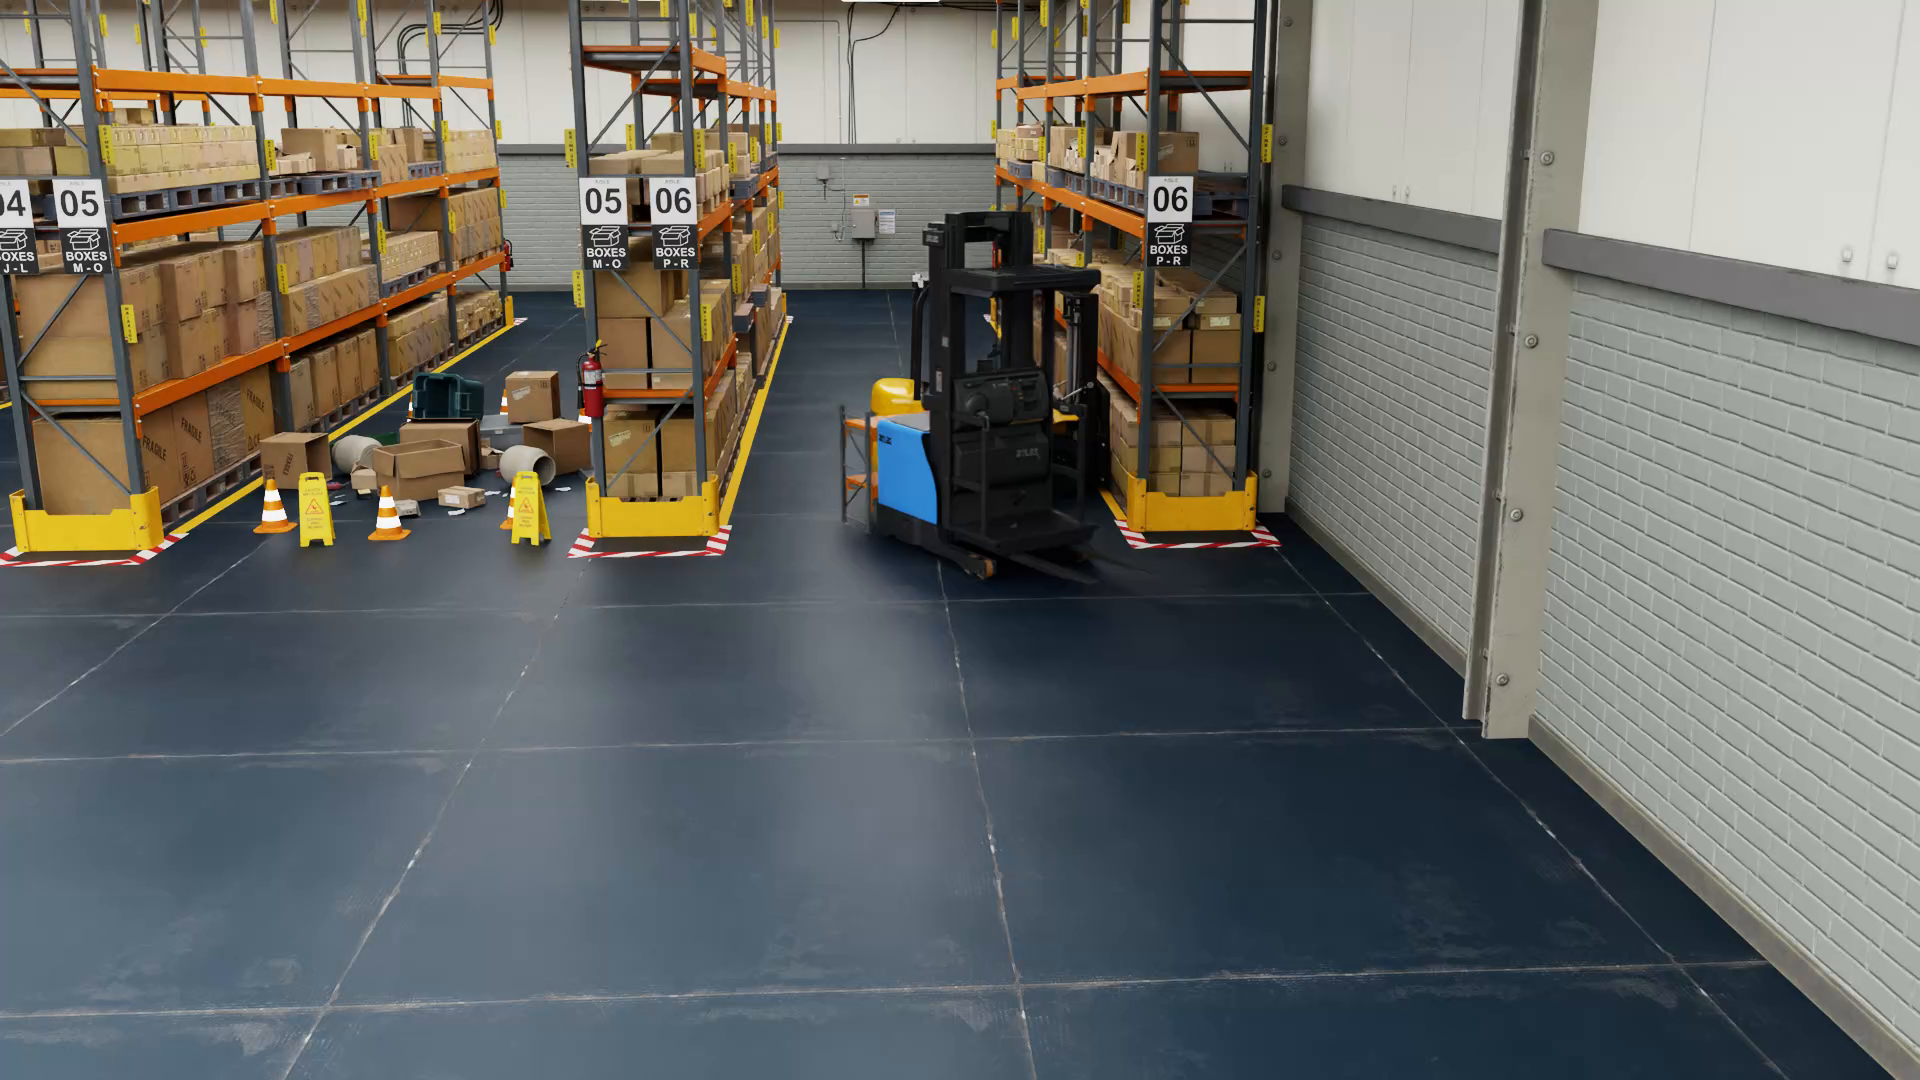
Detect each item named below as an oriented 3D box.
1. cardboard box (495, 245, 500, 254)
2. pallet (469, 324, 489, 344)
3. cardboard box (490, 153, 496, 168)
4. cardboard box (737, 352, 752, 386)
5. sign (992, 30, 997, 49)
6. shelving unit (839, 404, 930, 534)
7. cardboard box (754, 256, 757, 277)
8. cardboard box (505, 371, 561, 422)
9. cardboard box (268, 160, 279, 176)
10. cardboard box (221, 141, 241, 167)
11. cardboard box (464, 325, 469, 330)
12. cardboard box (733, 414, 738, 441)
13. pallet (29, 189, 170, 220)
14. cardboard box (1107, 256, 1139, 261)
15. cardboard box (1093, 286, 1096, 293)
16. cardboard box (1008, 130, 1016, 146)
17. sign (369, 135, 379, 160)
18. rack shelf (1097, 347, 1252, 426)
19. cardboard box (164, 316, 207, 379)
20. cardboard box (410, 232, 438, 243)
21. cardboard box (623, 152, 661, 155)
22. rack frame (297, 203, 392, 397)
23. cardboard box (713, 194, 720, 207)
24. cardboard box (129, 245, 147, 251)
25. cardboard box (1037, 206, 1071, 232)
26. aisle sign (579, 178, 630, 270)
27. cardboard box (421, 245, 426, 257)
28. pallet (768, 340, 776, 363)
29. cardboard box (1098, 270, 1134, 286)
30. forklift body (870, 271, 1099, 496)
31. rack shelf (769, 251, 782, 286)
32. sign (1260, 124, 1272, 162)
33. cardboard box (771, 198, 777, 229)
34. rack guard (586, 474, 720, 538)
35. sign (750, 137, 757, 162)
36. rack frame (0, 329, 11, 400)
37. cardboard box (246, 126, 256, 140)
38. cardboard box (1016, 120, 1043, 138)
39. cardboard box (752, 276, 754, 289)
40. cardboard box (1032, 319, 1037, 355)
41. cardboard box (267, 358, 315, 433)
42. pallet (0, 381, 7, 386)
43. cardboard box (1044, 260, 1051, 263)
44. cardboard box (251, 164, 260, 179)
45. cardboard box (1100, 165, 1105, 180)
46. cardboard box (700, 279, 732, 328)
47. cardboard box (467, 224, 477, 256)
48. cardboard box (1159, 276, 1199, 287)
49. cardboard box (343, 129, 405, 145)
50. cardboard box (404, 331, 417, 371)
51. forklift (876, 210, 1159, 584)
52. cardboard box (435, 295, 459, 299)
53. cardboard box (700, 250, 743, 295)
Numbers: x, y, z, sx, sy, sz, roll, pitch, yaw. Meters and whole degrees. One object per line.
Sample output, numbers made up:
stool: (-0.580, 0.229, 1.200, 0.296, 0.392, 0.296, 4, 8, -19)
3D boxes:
cardboard box: (-8.427, -5.185, 29.664, 0.380, 0.149, 0.250, -1, 14, -3)
pallet: (-8.637, -3.509, 28.242, 1.003, 0.211, 1.213, -1, 14, -3)
cardboard box: (-8.437, -6.655, 29.153, 0.500, 0.250, 0.500, -1, 14, -5)
cardboard box: (-3.274, -2.286, 22.322, 0.950, 0.372, 0.625, -2, 15, -7)
sign: (0.617, -8.951, 29.721, 0.100, 0.325, 0.005, -1, 14, -3)
shelving unit: (-0.543, -0.729, 15.600, 1.048, 1.125, 0.538, -10, 17, -33)
cardboard box: (-3.084, -3.795, 23.054, 0.500, 0.250, 0.500, -1, 14, -4)
cardboard box: (-4.826, -1.622, 18.808, 0.500, 0.500, 0.500, -1, 14, -3)
cardboard box: (-7.774, -4.193, 18.509, 0.258, 0.266, 0.396, -1, 14, -4)
cardboard box: (-7.668, -3.931, 16.926, 0.500, 0.250, 0.500, -1, 14, -4)
cardboard box: (-8.267, -3.434, 27.234, 0.380, 0.149, 0.250, -1, 14, -4)
cardboard box: (-2.747, -1.230, 18.462, 0.500, 0.250, 0.500, 0, 14, -1)
pallet: (-7.794, -2.999, 14.820, 1.003, 0.211, 1.213, -1, 14, -3)
cardboard box: (2.082, -3.542, 21.272, 0.380, 0.149, 0.250, -1, 14, -4)
cardboard box: (1.677, -2.793, 18.361, 0.380, 0.149, 0.250, -1, 14, -2)
cardboard box: (1.072, -6.708, 27.760, 0.500, 0.250, 0.500, -1, 14, -2)
sign: (-7.679, -5.142, 21.776, 0.100, 0.325, 0.005, -1, 14, -3)
rack shelf: (2.026, -1.733, 17.185, 1.077, 0.370, 4.000, -1, 14, -3)
cardboard box: (-7.771, -1.847, 15.882, 0.875, 0.550, 0.550, -1, 14, -3)
cardboard box: (-8.262, -4.662, 25.594, 0.380, 0.149, 0.250, 0, 14, -1)
cardboard box: (-3.250, -3.878, 16.963, 0.380, 0.149, 0.250, -1, 14, -5)
rack frame: (-8.234, -3.394, 22.199, 1.000, 3.000, 0.127, -1, 14, -3)
cardboard box: (-2.678, -3.502, 17.102, 0.380, 0.149, 0.250, 0, 14, -2)
cardboard box: (-13.206, -4.530, 26.317, 0.500, 0.250, 0.500, -1, 14, -4)
cardboard box: (1.580, -5.377, 28.105, 0.500, 0.500, 0.500, -1, 14, -5)
aisle sign: (-3.089, -2.745, 14.459, 0.394, 0.787, 0.004, -1, 14, -3)
cardboard box: (-8.208, -4.324, 24.876, 0.380, 0.149, 0.250, -1, 14, -5)
pallet: (-3.424, -2.949, 26.066, 1.003, 0.211, 1.213, -1, 14, -3)
cardboard box: (1.670, -2.809, 17.824, 0.380, 0.149, 0.250, -1, 14, -2)
forklift body: (0.212, -1.616, 16.991, 2.313, 2.155, 1.214, -1, 14, -3)
rack shelf: (-3.671, -4.640, 28.483, 1.077, 0.370, 4.000, -1, 14, -3)
sign: (2.704, -3.505, 14.697, 0.100, 0.325, 0.005, -1, 14, -3)
cardboard box: (-3.438, -5.649, 28.756, 0.500, 0.500, 0.500, -1, 14, -4)
rack guard: (-2.809, -0.315, 15.245, 1.175, 0.500, 0.348, -1, 14, -3)
sign: (-2.758, -5.207, 22.186, 0.100, 0.325, 0.005, -1, 14, -3)
rack frame: (-13.190, -3.343, 21.999, 1.000, 3.000, 0.127, -1, 14, -3)
cardboard box: (-7.645, -4.282, 17.491, 0.380, 0.149, 0.250, -1, 14, -4)
cardboard box: (1.077, -6.415, 25.953, 0.396, 0.266, 0.258, -1, 14, -4)
cardboard box: (-2.895, -3.372, 21.774, 0.380, 0.149, 0.250, -1, 14, -4)
cardboard box: (1.307, -3.052, 25.041, 0.500, 0.500, 0.500, -1, 14, -5)
cardboard box: (-8.114, -1.666, 19.155, 1.050, 0.750, 0.750, -1, 14, -4)
pallet: (-13.164, -2.190, 23.113, 1.003, 0.211, 1.213, -1, 14, -3)
cardboard box: (1.413, -3.628, 22.406, 0.500, 0.250, 0.500, -1, 14, -3)
cardboard box: (-7.644, -3.897, 17.592, 0.380, 0.149, 0.250, -1, 14, -4)
cardboard box: (1.675, -3.854, 17.426, 0.380, 0.149, 0.250, 0, 14, -2)
cardboard box: (-2.776, -2.587, 18.263, 0.500, 0.500, 0.500, -1, 14, -5)
cardboard box: (-8.294, -4.957, 27.476, 0.500, 0.500, 0.500, -1, 14, -5)
cardboard box: (2.255, -2.628, 17.121, 0.380, 0.149, 0.250, 0, 14, -2)
cardboard box: (-8.517, -5.709, 24.125, 0.797, 0.503, 0.637, -1, 14, -4)
cardboard box: (-8.058, -2.692, 23.643, 0.500, 0.500, 0.500, -1, 14, -3)
forklift: (0.469, -1.228, 13.918, 1.130, 2.935, 3.031, -9, 17, -32)
cardboard box: (-8.913, -4.167, 28.888, 0.380, 0.149, 0.250, -2, 15, -6)
cardboard box: (-2.826, -3.142, 19.580, 0.500, 0.500, 0.500, -1, 14, -3)
